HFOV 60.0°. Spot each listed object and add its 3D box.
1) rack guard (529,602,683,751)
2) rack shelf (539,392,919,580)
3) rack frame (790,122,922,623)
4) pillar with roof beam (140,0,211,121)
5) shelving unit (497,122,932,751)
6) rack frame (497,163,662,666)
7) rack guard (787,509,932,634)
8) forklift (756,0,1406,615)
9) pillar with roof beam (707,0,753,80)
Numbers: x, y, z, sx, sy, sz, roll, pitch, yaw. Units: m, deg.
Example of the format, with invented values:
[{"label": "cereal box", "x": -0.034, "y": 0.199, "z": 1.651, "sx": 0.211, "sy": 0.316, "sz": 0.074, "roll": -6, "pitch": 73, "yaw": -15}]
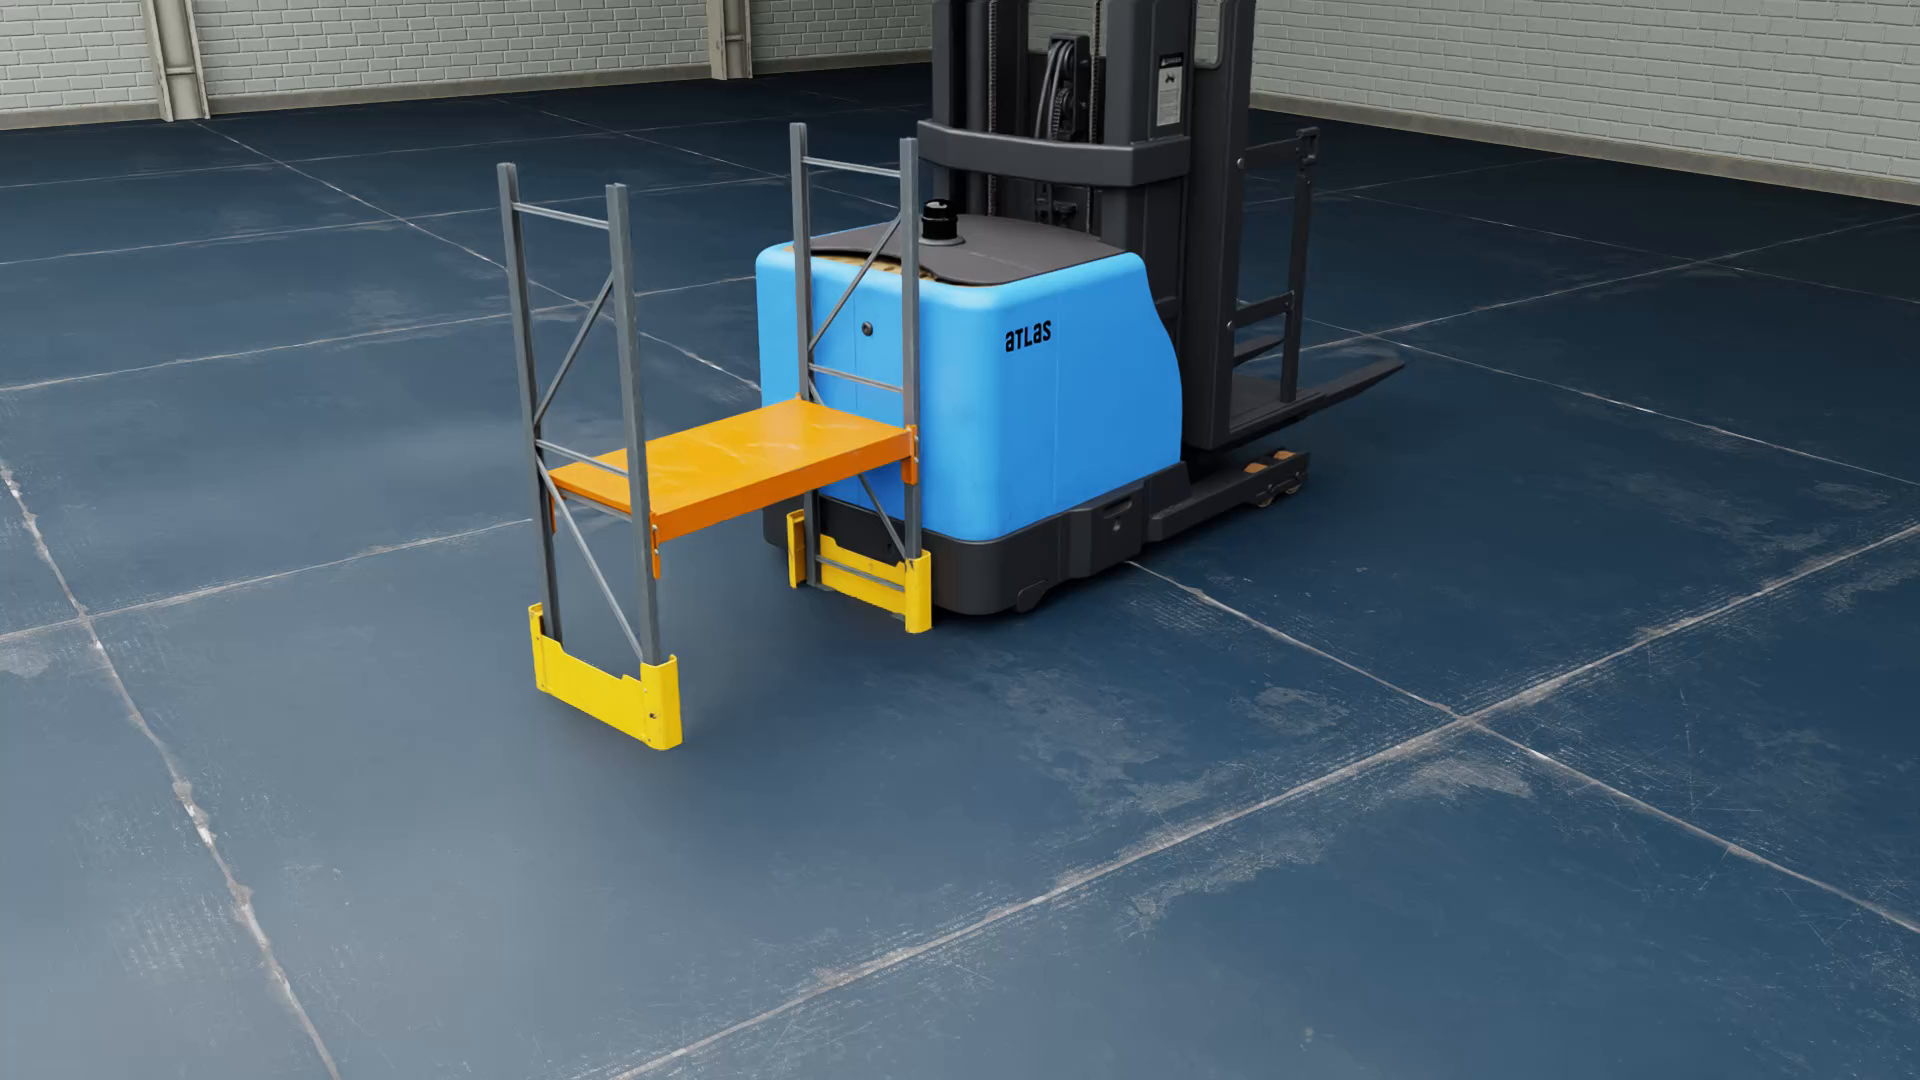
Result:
[{"label": "rack guard", "x": -0.992, "y": 0.371, "z": 4.630, "sx": 0.587, "sy": 0.250, "sz": 0.087, "roll": 18, "pitch": 28, "yaw": 38}, {"label": "rack shelf", "x": -0.653, "y": -0.183, "z": 4.816, "sx": 0.538, "sy": 0.185, "sz": 1.000, "roll": 18, "pitch": 28, "yaw": 38}, {"label": "rack frame", "x": -0.314, "y": -0.490, "z": 5.101, "sx": 0.500, "sy": 1.500, "sz": 0.032, "roll": 18, "pitch": 28, "yaw": 38}, {"label": "pillar with roof beam", "x": -5.024, "y": -6.992, "z": 11.276, "sx": 0.400, "sy": 9.000, "sz": 9.100, "roll": -15, "pitch": 26, "yaw": -33}, {"label": "shelving unit", "x": -0.659, "y": -0.347, "z": 4.743, "sx": 0.587, "sy": 1.500, "sz": 1.083, "roll": 18, "pitch": 28, "yaw": 38}, {"label": "rack frame", "x": -0.993, "y": -0.210, "z": 4.398, "sx": 0.500, "sy": 1.500, "sz": 0.032, "roll": 18, "pitch": 28, "yaw": 38}, {"label": "rack guard", "x": -0.327, "y": 0.096, "z": 5.319, "sx": 0.587, "sy": 0.250, "sz": 0.087, "roll": 18, "pitch": 28, "yaw": 38}, {"label": "forklift", "x": 0.681, "y": -1.593, "z": 5.935, "sx": 1.130, "sy": 2.935, "sz": 3.031, "roll": 18, "pitch": 28, "yaw": 38}, {"label": "pillar with roof beam", "x": -0.154, "y": -8.290, "z": 14.530, "sx": 0.400, "sy": 9.000, "sz": 9.100, "roll": -15, "pitch": 26, "yaw": -33}]
